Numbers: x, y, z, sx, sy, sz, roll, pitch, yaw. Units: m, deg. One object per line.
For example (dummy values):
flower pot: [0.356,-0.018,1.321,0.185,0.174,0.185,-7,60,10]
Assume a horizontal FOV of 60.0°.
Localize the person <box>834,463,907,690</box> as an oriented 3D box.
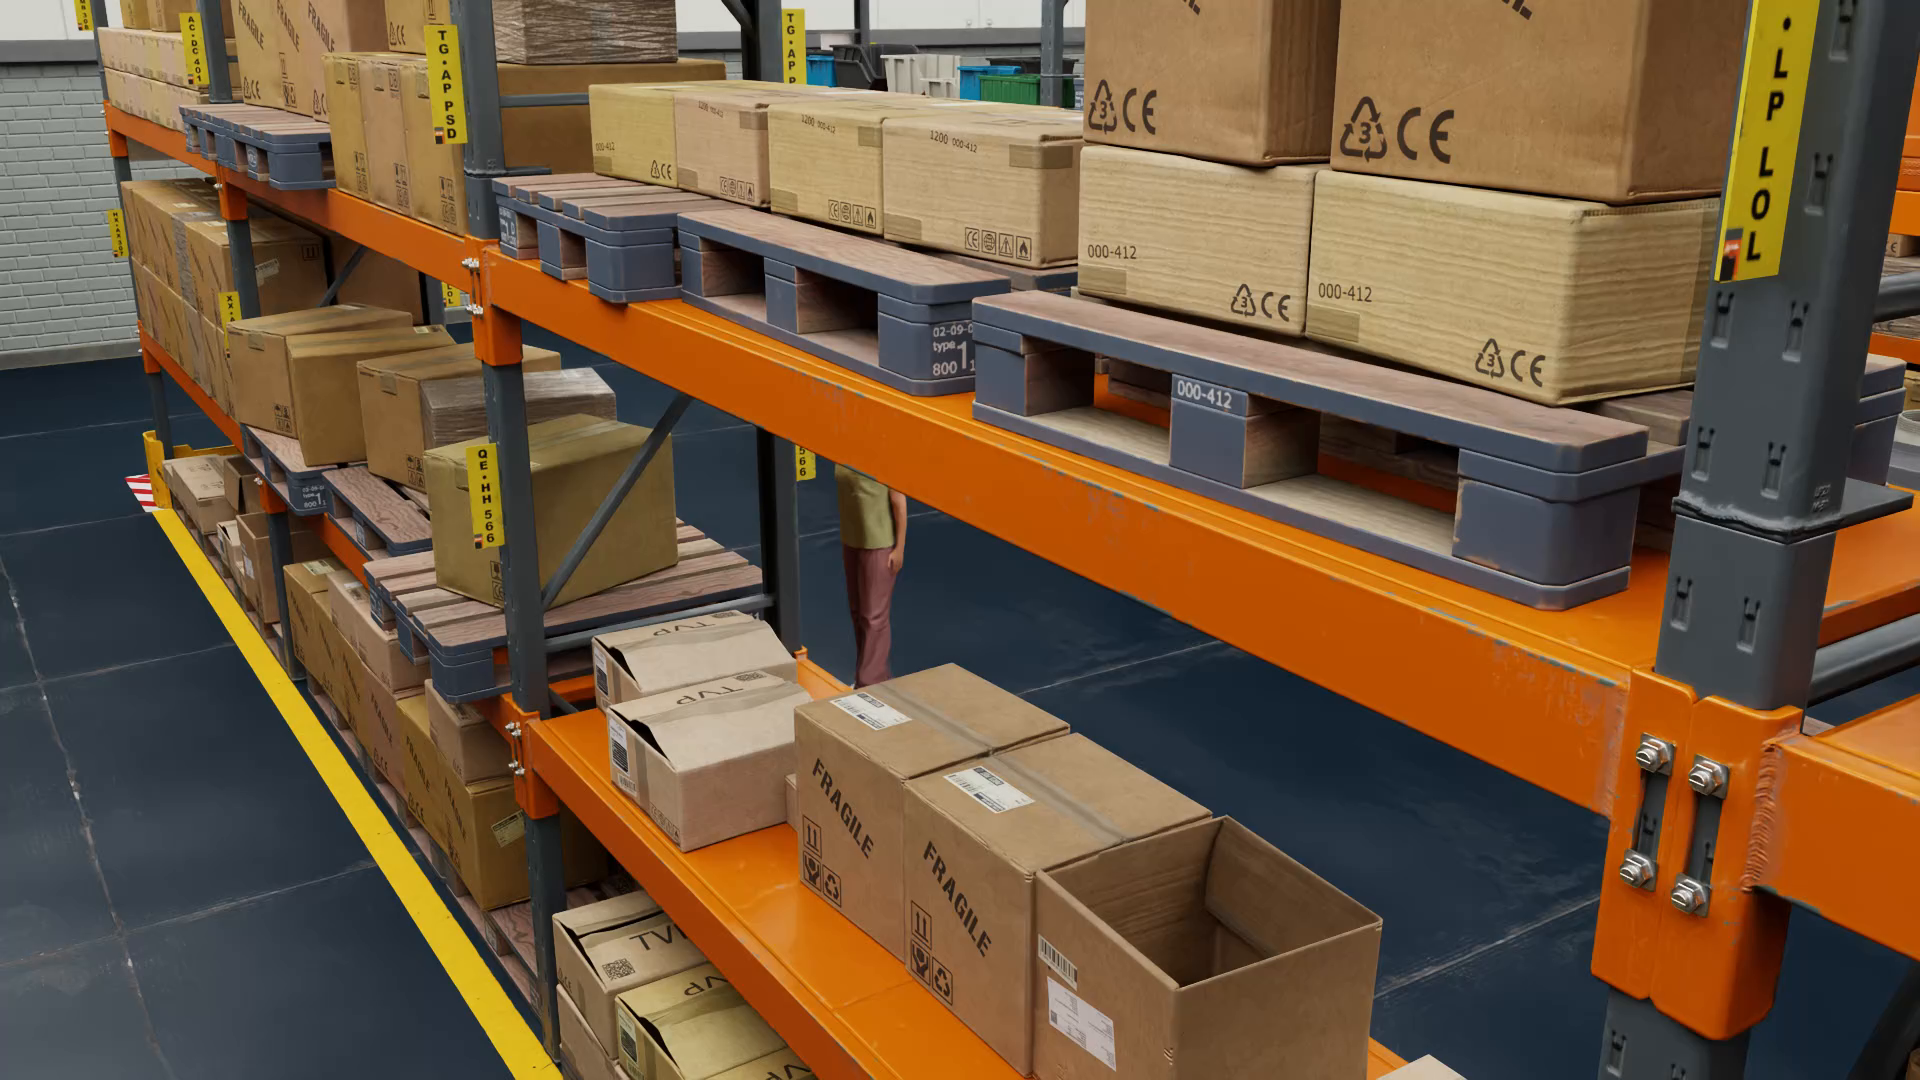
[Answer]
person: [-0.519,0.047,8.389,0.528,1.677,0.471,-15,23,-38]
